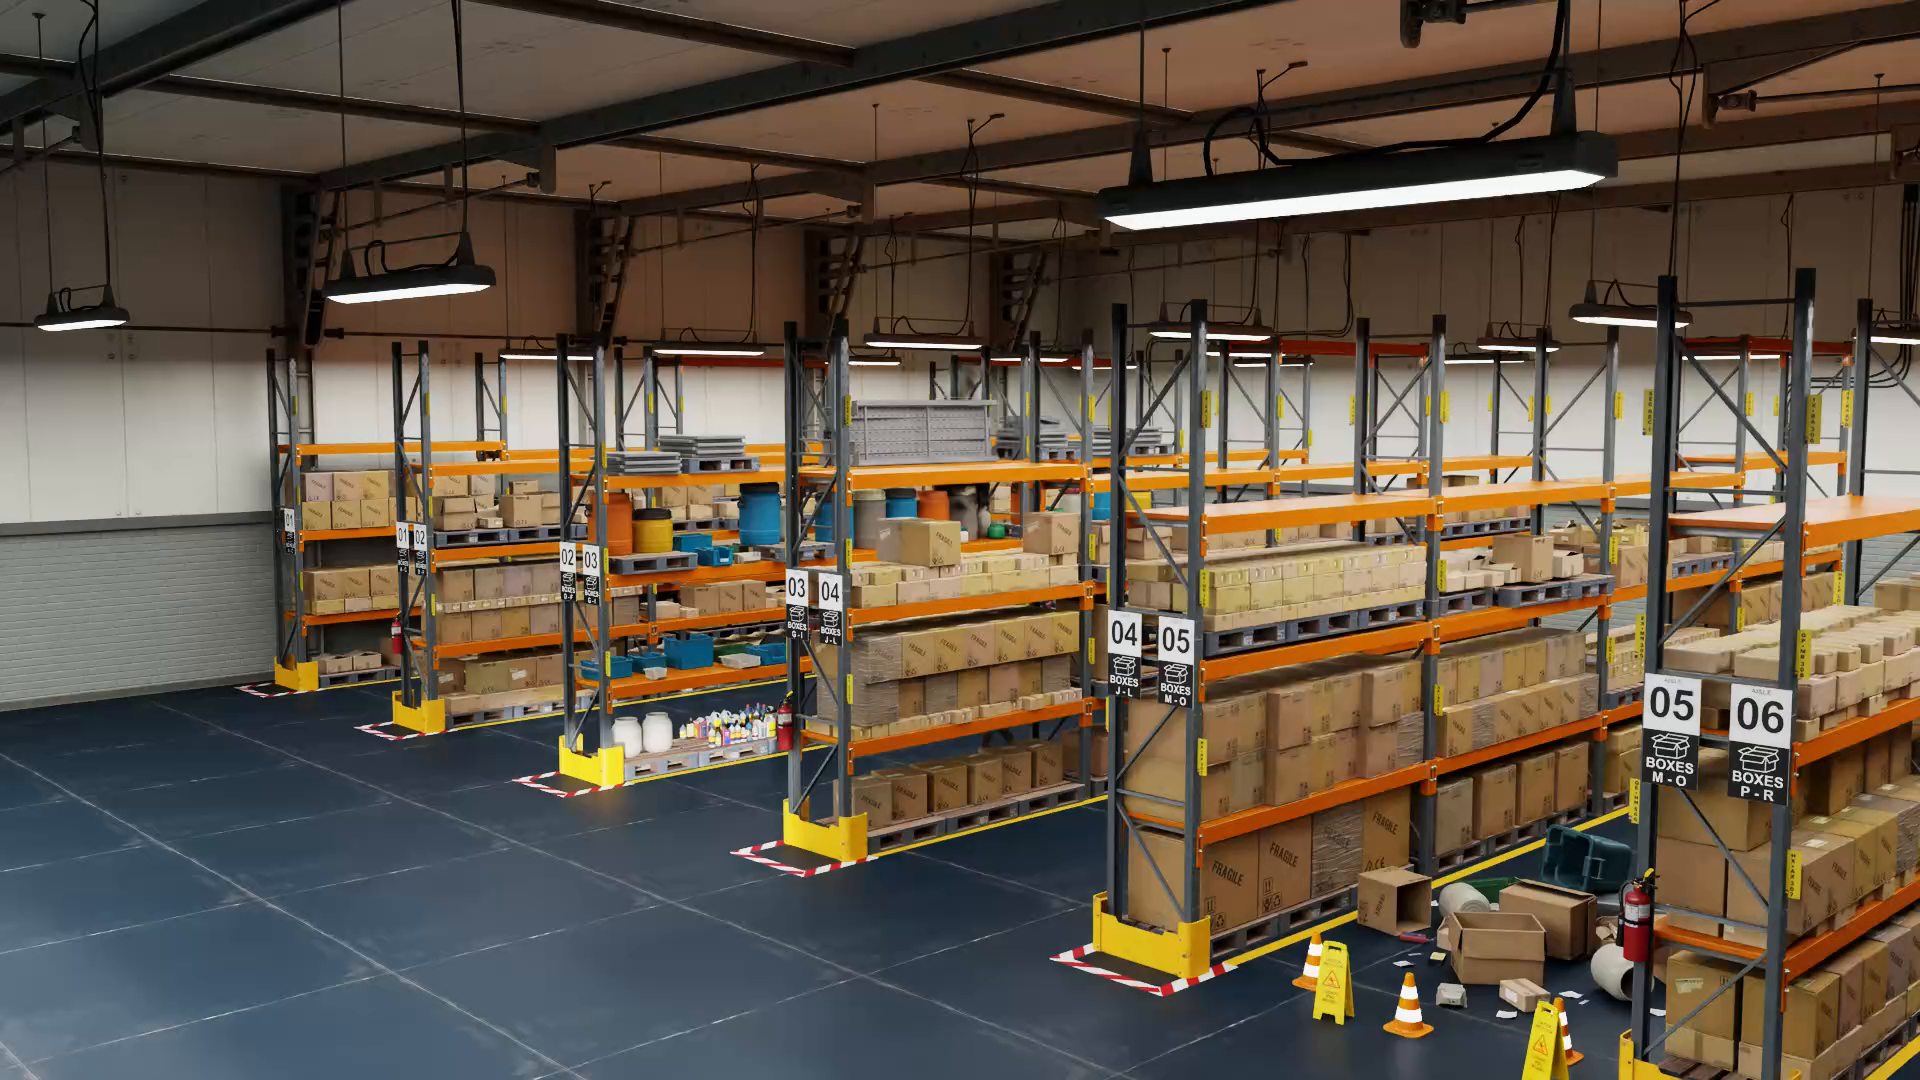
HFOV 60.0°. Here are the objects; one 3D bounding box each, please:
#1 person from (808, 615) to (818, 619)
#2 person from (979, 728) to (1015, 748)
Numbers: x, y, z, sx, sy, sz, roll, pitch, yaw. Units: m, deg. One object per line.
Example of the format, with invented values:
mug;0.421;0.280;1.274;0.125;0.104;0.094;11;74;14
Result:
person;-3.004;1.426;33.246;0.559;1.718;0.882;4;6;38
person;0.500;2.296;23.623;0.601;1.693;0.917;4;6;39
